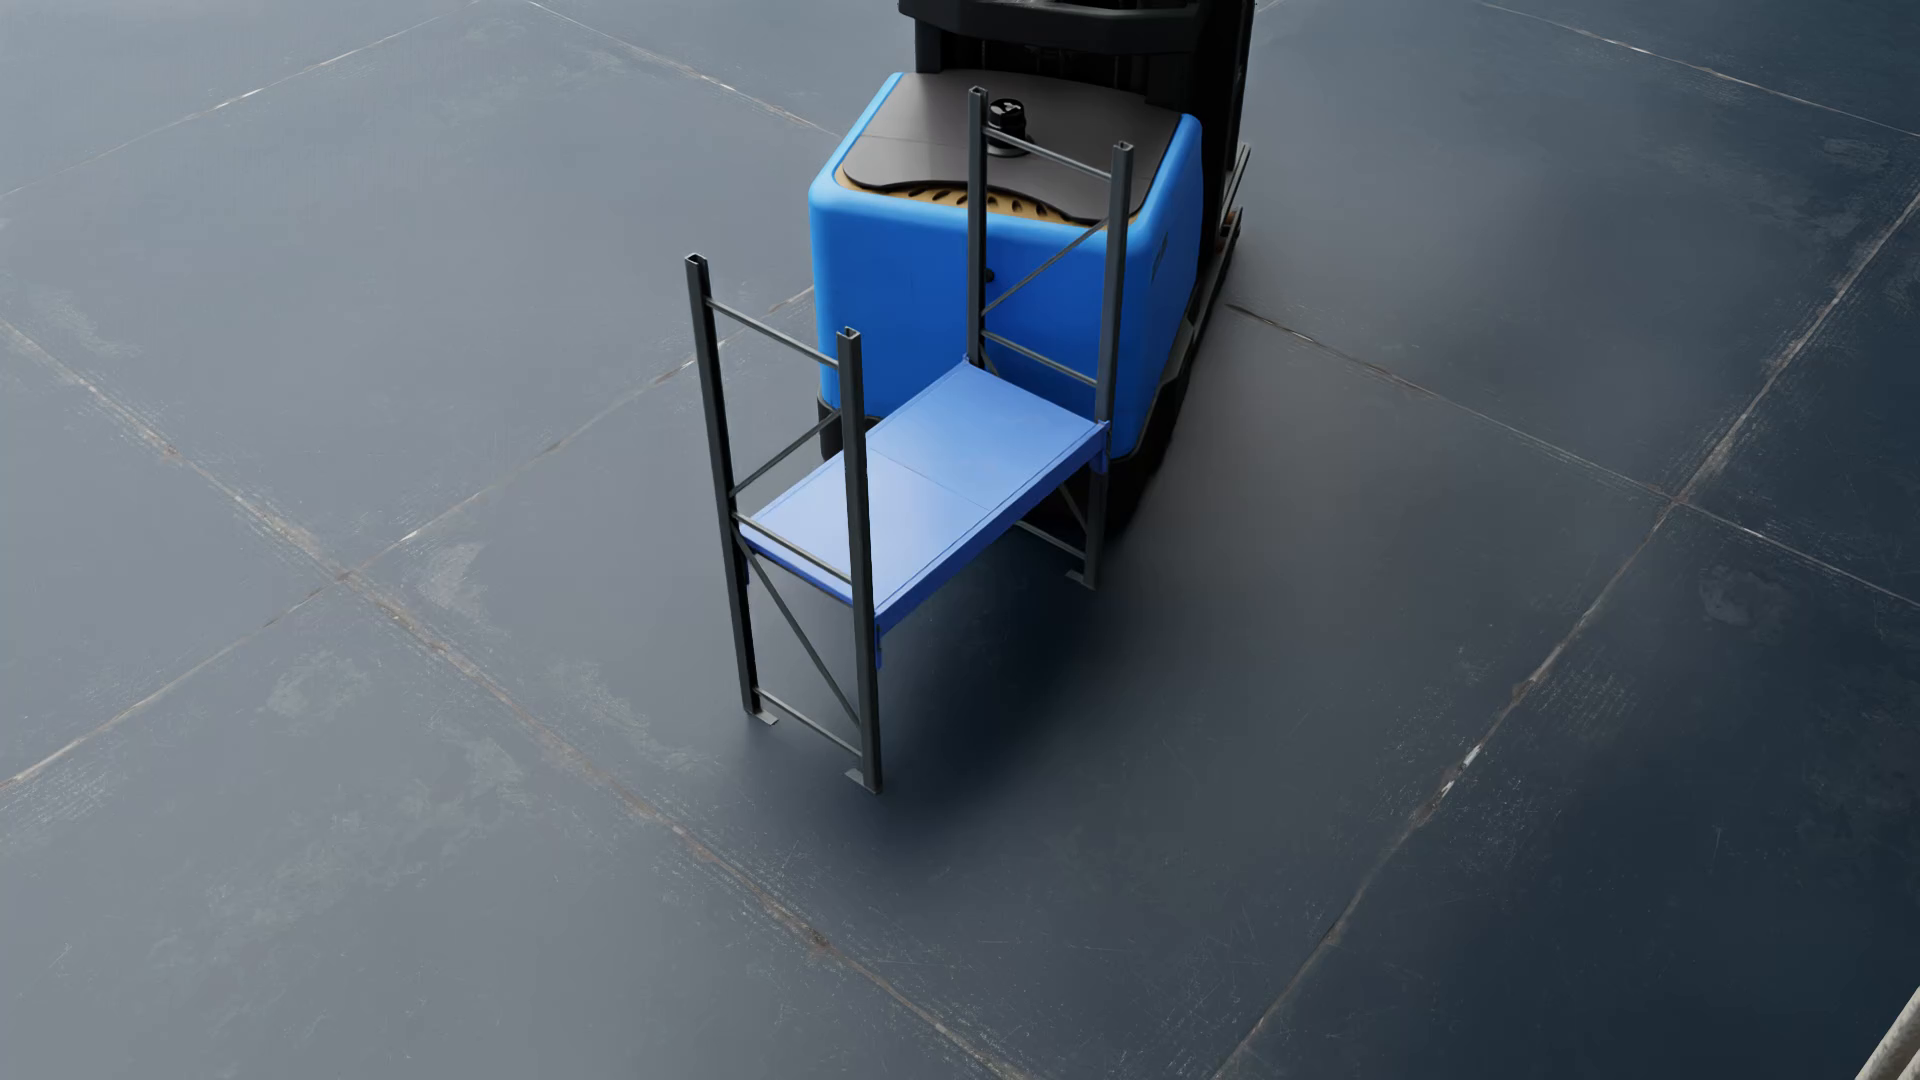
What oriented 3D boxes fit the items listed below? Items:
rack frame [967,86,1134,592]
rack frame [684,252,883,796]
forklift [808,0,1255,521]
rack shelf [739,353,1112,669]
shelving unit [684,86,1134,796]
[{"bbox_3d":[0.225,-0.511,4.697,0.500,1.500,0.032,28,49,28],"label":"rack frame"},{"bbox_3d":[-0.413,0.022,4.111,0.500,1.500,0.032,28,49,28],"label":"rack frame"},{"bbox_3d":[0.463,-2.148,5.433,1.130,2.935,3.031,12,44,13],"label":"forklift"},{"bbox_3d":[-0.094,-0.111,4.525,0.538,0.185,1.000,28,49,28],"label":"rack shelf"},{"bbox_3d":[-0.094,-0.244,4.404,0.538,1.500,1.048,28,49,28],"label":"shelving unit"}]
